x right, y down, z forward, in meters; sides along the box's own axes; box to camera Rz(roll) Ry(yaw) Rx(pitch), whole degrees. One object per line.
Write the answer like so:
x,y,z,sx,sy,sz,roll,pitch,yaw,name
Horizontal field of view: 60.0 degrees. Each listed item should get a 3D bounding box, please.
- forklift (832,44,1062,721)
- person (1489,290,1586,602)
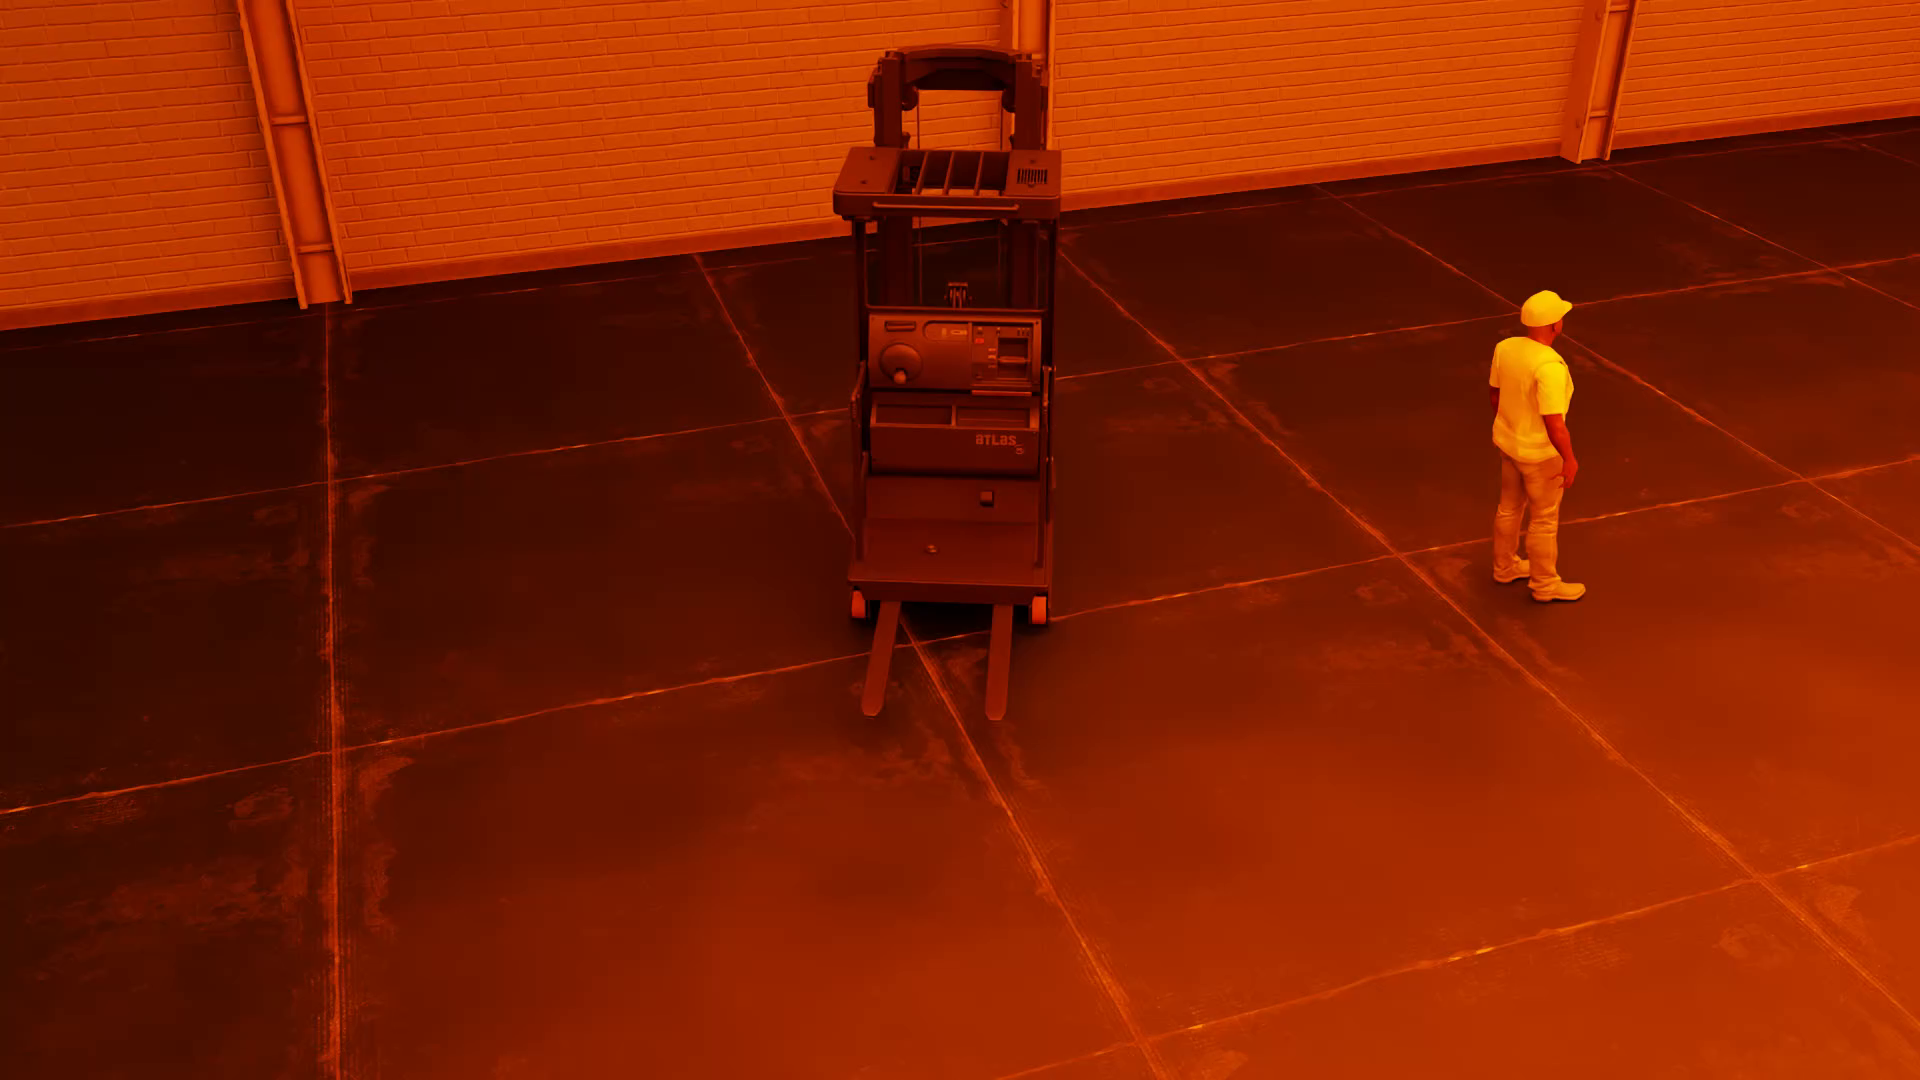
-0.039,-0.967,8.767,1.130,2.935,3.031,2,30,3,forklift
3.209,-0.535,9.174,0.566,1.768,0.665,-9,31,-15,person
